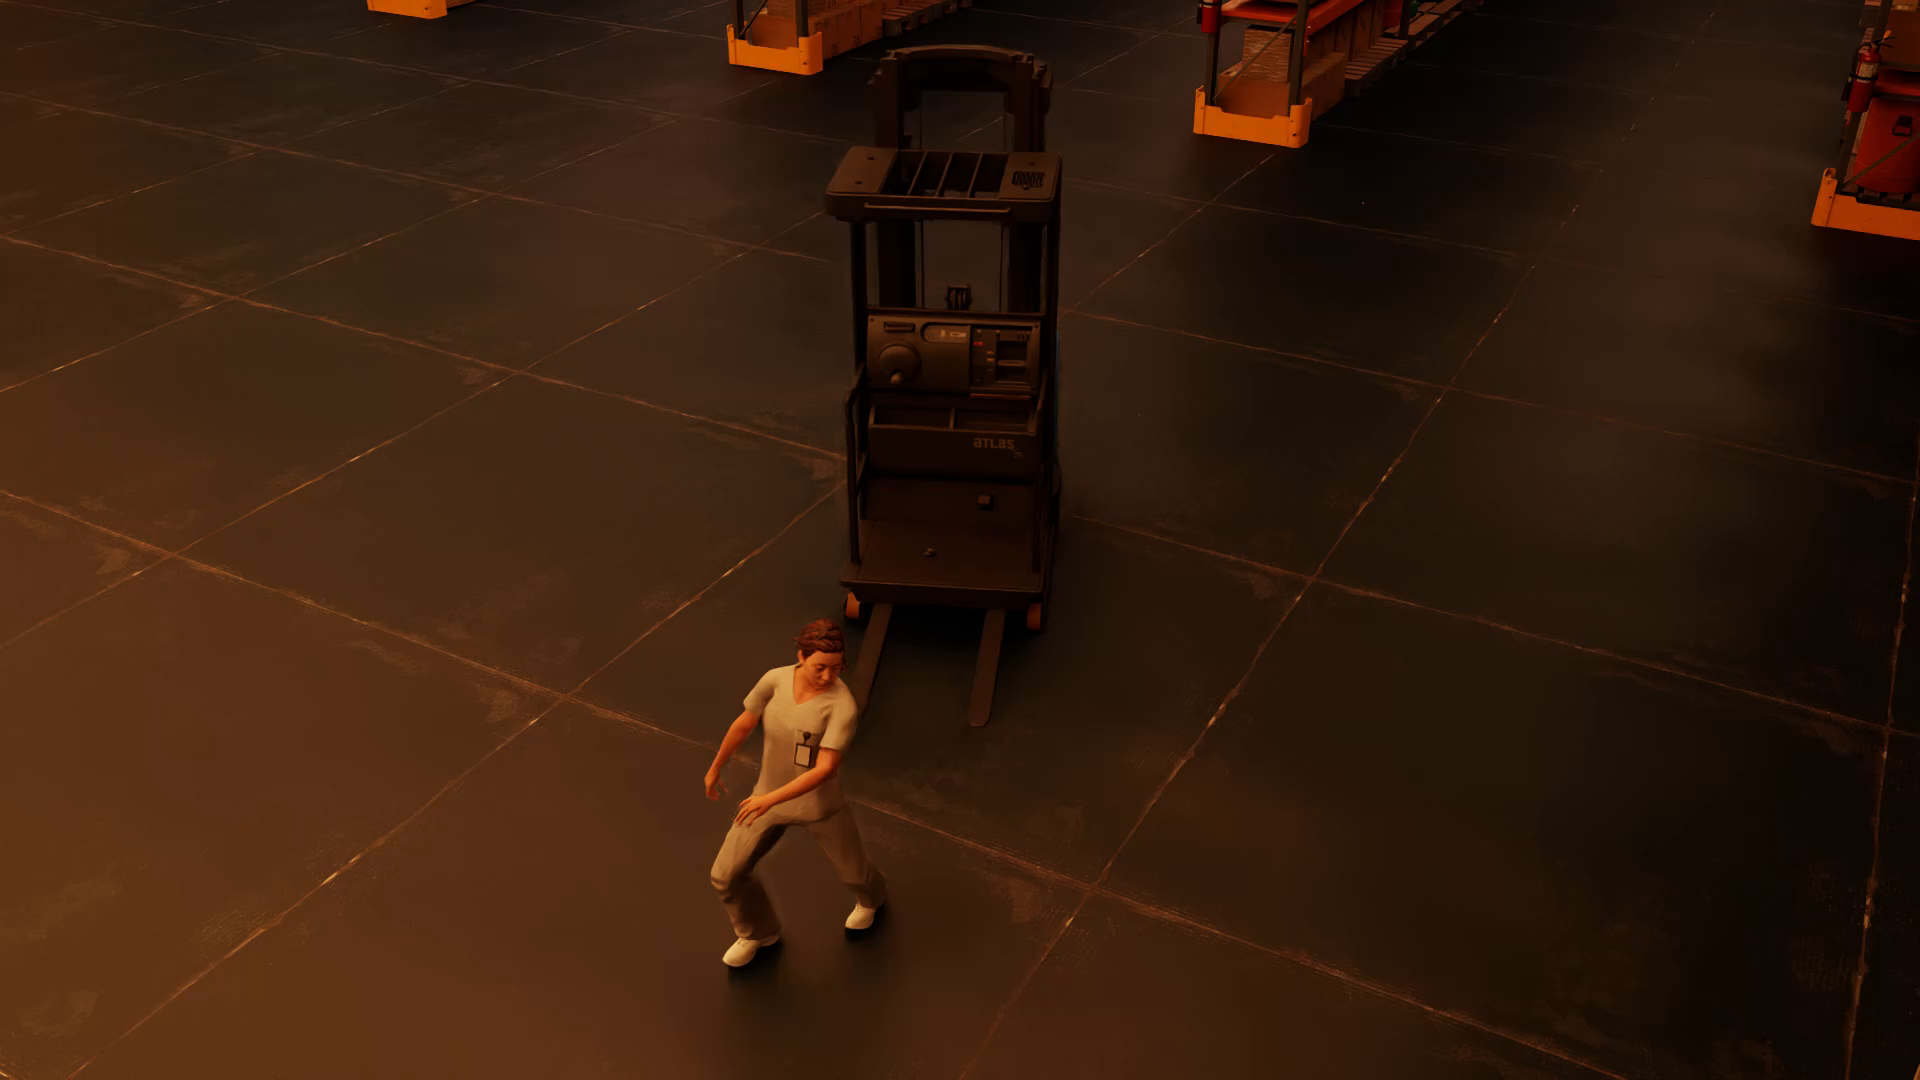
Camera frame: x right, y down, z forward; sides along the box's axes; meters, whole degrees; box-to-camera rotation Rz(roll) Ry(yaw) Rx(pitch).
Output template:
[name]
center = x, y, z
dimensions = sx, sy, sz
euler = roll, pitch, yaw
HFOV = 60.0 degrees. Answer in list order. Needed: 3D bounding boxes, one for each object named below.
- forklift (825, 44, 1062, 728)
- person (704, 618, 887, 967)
[forklift]
center = -0.055, -0.948, 8.714
dimensions = 1.130, 2.935, 3.031
euler = 3, 30, 5
[person]
center = -0.705, 1.035, 6.638
dimensions = 0.686, 1.561, 0.825
euler = 8, 31, 13
